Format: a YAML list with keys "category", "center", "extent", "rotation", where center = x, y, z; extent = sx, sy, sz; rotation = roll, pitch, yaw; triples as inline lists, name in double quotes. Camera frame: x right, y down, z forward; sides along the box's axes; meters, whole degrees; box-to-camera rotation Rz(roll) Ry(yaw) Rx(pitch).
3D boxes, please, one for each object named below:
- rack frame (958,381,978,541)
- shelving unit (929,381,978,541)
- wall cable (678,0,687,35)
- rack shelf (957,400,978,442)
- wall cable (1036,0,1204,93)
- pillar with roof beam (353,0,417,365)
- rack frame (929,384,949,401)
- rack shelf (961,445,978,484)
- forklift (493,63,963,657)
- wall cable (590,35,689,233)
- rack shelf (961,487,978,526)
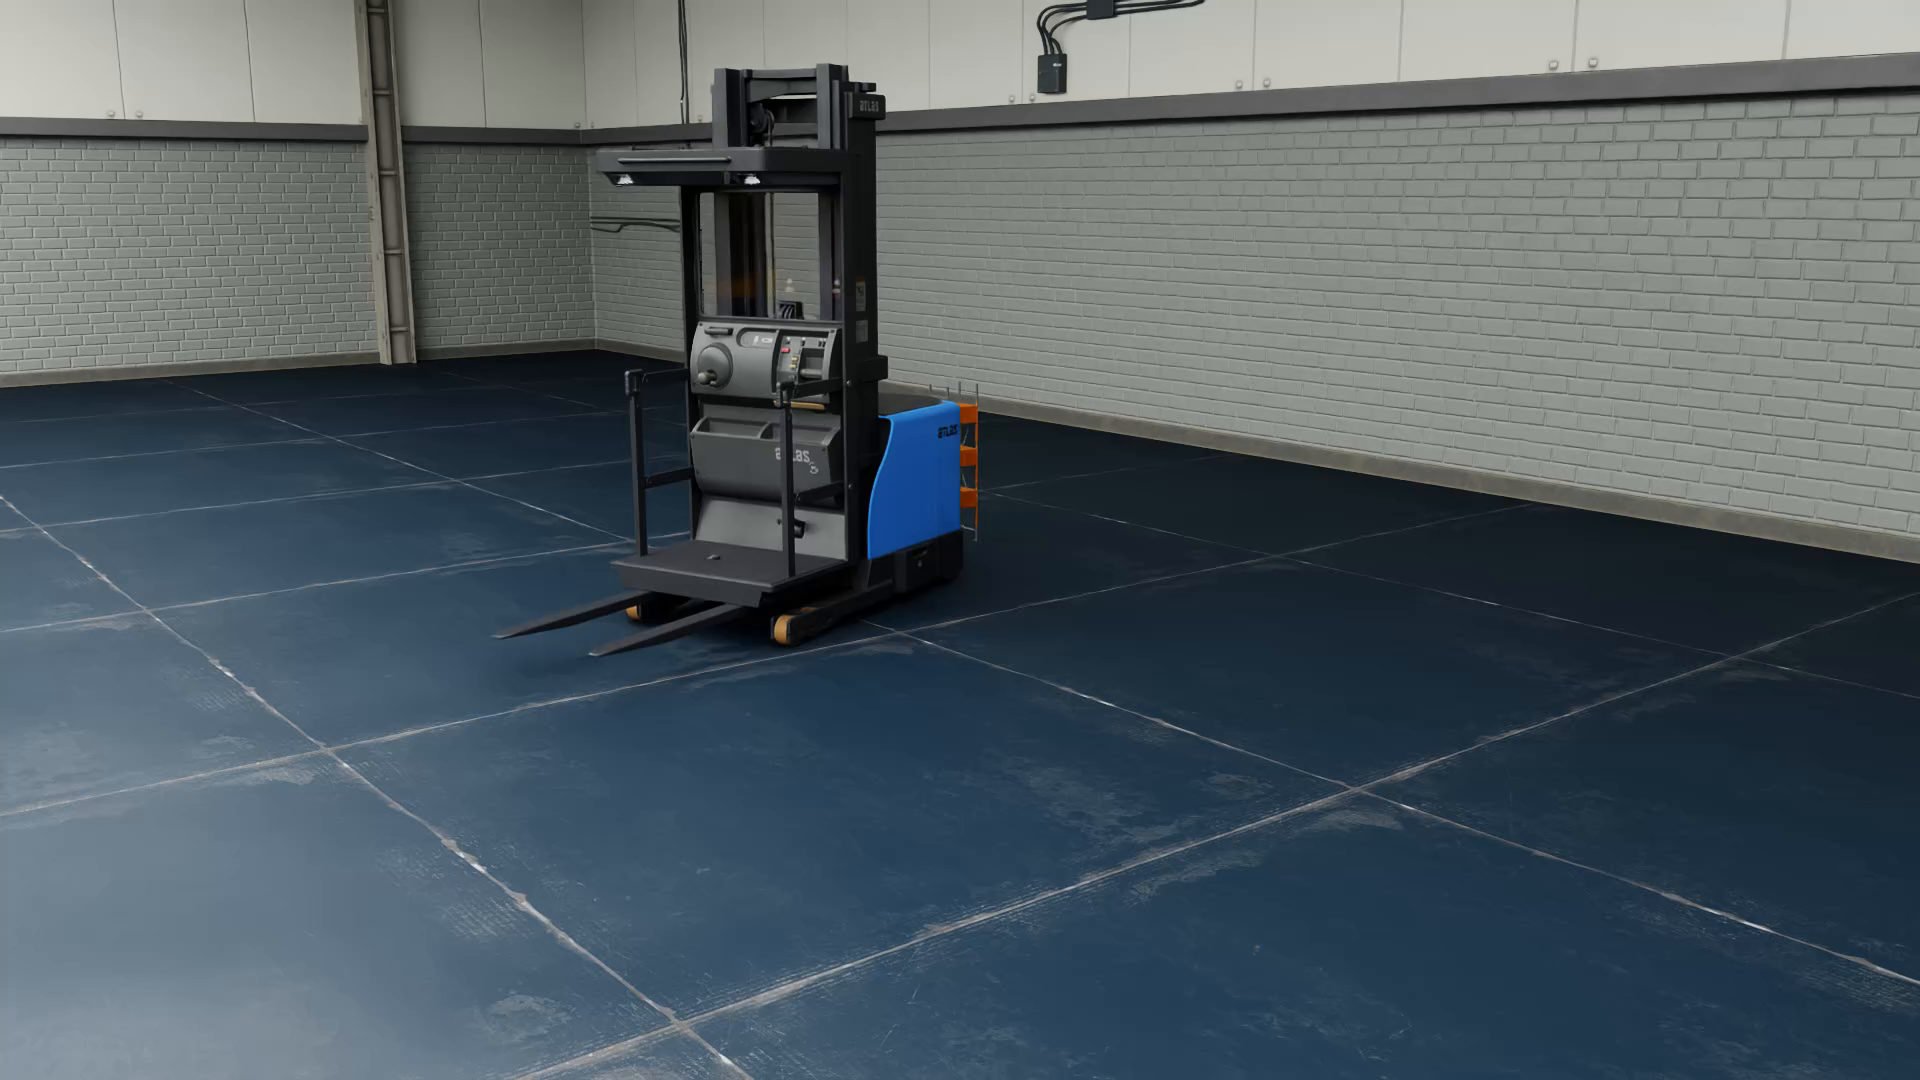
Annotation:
- category: "rack frame"
  center: [0.053, -0.522, 11.062]
  extent: [0.008, 1.050, 0.200]
  rotation: [-9, 15, -38]
- category: "shelving unit"
  center: [-0.042, -0.507, 10.987]
  extent: [0.252, 1.050, 0.215]
  rotation: [-9, 15, -38]
- category: "wall cable"
  center: [-2.733, -7.465, 19.937]
  extent: [0.112, 2.526, 3.097]
  rotation: [-9, 15, -38]
- category: "rack shelf"
  center: [-0.042, -0.774, 10.930]
  extent: [0.240, 0.259, 0.215]
  rotation: [-9, 15, -38]
- category: "wall cable"
  center: [1.495, -7.074, 14.591]
  extent: [0.169, 6.003, 2.305]
  rotation: [-9, 15, -38]
- category: "pillar with roof beam"
  center: [-4.860, -6.086, 18.127]
  extent: [0.400, 9.000, 9.100]
  rotation: [-9, 15, -38]
- category: "rack frame"
  center: [-0.137, -0.491, 10.912]
  extent: [0.008, 1.050, 0.200]
  rotation: [-9, 15, -38]
- category: "rack shelf"
  center: [-0.042, -0.496, 10.989]
  extent: [0.240, 0.259, 0.215]
  rotation: [-9, 15, -38]
- category: "forklift"
  center: [-1.165, -0.995, 8.756]
  extent: [1.130, 2.935, 3.031]
  rotation: [7, 14, 30]
- category: "wall cable"
  center: [-4.423, -5.434, 22.528]
  extent: [0.112, 2.526, 3.097]
  rotation: [-9, 15, -38]
- category: "rack shelf"
  center: [-0.042, -0.224, 11.047]
  extent: [0.240, 0.259, 0.215]
  rotation: [-9, 15, -38]
